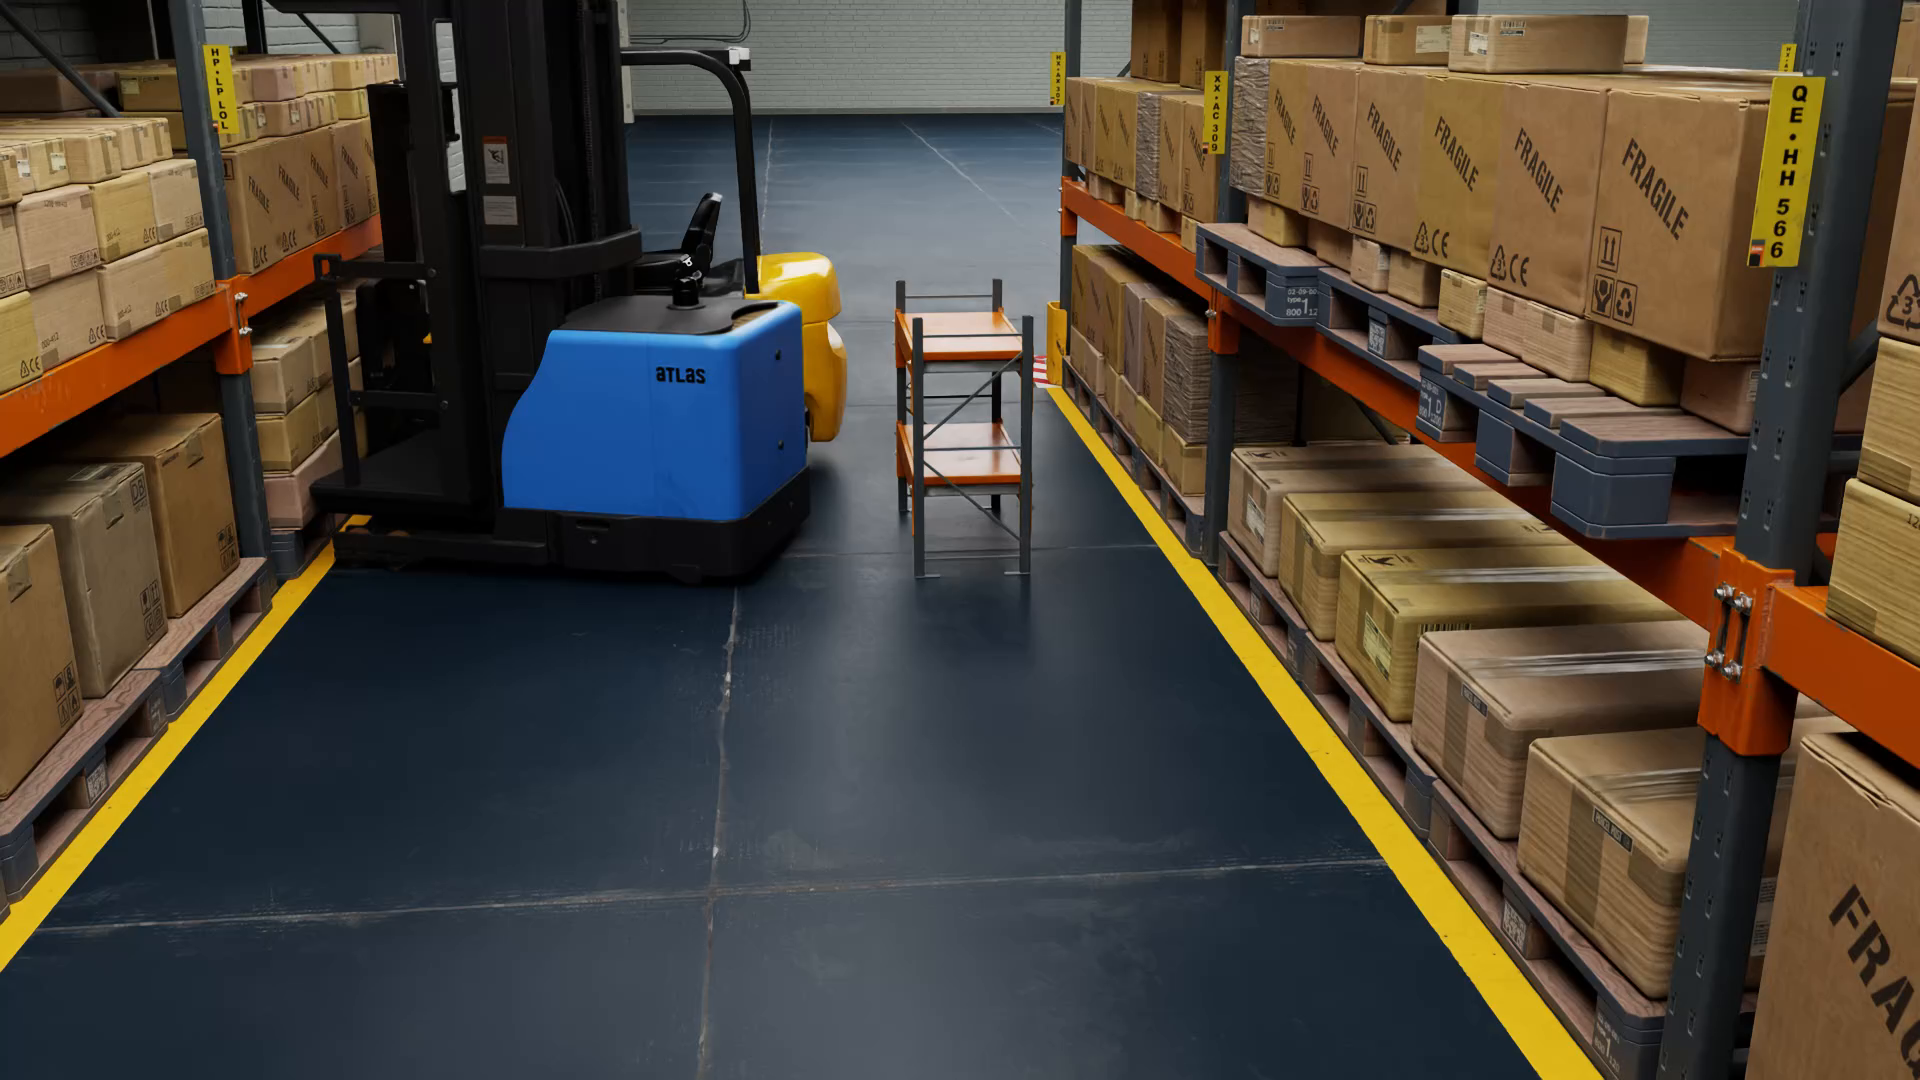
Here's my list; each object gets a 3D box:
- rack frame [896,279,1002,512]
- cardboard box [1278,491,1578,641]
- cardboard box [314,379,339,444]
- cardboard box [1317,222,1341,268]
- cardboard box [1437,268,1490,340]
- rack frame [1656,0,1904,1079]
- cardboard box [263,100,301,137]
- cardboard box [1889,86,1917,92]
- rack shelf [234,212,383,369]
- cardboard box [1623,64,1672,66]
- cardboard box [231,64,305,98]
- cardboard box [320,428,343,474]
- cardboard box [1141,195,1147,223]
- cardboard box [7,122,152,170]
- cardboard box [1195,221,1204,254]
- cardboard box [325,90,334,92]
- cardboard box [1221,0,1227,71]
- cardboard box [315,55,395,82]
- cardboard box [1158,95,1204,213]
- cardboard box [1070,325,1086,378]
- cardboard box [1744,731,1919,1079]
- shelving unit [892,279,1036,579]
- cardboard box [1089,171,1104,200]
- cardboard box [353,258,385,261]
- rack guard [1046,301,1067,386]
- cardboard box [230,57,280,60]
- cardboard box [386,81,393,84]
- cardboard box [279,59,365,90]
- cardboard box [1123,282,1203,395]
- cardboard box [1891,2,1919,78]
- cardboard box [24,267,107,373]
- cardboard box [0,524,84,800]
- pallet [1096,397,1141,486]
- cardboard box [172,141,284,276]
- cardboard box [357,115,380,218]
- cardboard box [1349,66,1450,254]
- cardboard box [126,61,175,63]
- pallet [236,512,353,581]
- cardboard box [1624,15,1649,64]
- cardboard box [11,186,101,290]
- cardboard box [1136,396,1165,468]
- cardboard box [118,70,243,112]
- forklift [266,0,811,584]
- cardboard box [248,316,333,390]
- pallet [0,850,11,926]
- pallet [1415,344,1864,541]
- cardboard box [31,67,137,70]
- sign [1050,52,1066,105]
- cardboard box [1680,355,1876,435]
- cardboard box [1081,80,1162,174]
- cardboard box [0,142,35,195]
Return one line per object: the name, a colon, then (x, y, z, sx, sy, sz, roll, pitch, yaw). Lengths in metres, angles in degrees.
rack frame: (-0.052, -0.686, 7.985, 0.500, 1.125, 0.032, -2, 18, -6)
cardboard box: (1.711, 0.085, 6.086, 0.950, 0.372, 0.625, -1, 17, -2)
cardboard box: (-3.157, -0.615, 7.684, 0.500, 0.250, 0.500, -2, 18, -6)
cardboard box: (1.427, -1.010, 5.606, 0.380, 0.149, 0.250, -2, 17, -5)
cardboard box: (1.491, -0.626, 4.383, 0.380, 0.149, 0.250, -1, 17, -5)
rack frame: (1.986, -0.147, 3.138, 0.949, 2.616, 0.053, -2, 18, -6)
cardboard box: (-3.166, -1.875, 7.390, 0.380, 0.149, 0.250, -1, 17, -4)
cardboard box: (2.173, -0.679, 3.466, 0.500, 0.500, 0.500, -2, 18, -7)
rack shelf: (-3.566, -1.437, 8.448, 1.077, 0.370, 4.000, -2, 18, -6)
cardboard box: (1.952, -1.297, 5.436, 0.500, 0.500, 0.500, -1, 17, -4)
cardboard box: (-3.228, -2.095, 7.596, 0.380, 0.149, 0.250, -2, 18, -7)
cardboard box: (-3.148, -0.378, 7.764, 0.500, 0.250, 0.500, -2, 18, -7)
cardboard box: (1.136, -1.685, 8.457, 0.380, 0.149, 0.250, -2, 18, -7)
cardboard box: (-3.059, -1.371, 5.785, 0.380, 0.149, 0.250, -2, 18, -6)
cardboard box: (1.241, -1.306, 7.247, 0.380, 0.149, 0.250, -2, 18, -6)
cardboard box: (-3.365, -2.180, 8.364, 0.380, 0.149, 0.250, -2, 18, -6)
cardboard box: (1.691, -2.447, 8.130, 0.700, 0.500, 0.500, -2, 18, -7)
cardboard box: (-3.470, -2.703, 9.532, 0.380, 0.149, 0.250, -2, 18, -6)
cardboard box: (1.224, -1.807, 7.760, 0.500, 0.500, 0.500, -1, 17, -4)
cardboard box: (0.972, -1.170, 10.287, 0.500, 0.250, 0.500, -2, 18, -6)
cardboard box: (1.978, 0.874, 2.730, 0.875, 0.875, 0.875, -2, 18, -6)
shelving unit: (0.001, -0.535, 7.502, 0.538, 1.125, 1.048, -2, 18, -6)
cardboard box: (0.961, -2.070, 9.682, 0.380, 0.149, 0.250, -2, 17, -5)
cardboard box: (-3.356, -1.462, 9.547, 0.500, 0.250, 0.500, -1, 17, -5)
rack guard: (1.172, -1.316, 11.033, 1.175, 0.500, 0.348, -2, 18, -6)
cardboard box: (-3.905, -2.537, 9.005, 0.380, 0.149, 0.250, -2, 18, -5)
cardboard box: (-3.402, -2.564, 9.585, 0.380, 0.149, 0.250, -1, 17, -5)
cardboard box: (-3.295, -2.398, 8.561, 0.380, 0.149, 0.250, -1, 17, -5)
cardboard box: (1.141, -1.057, 8.673, 0.500, 0.500, 0.500, -1, 17, -3)
cardboard box: (6.226, -3.028, 10.261, 0.875, 0.550, 0.550, -2, 18, -6)
cardboard box: (-2.970, -0.672, 5.062, 0.500, 0.250, 0.500, -2, 18, -5)
cardboard box: (-3.143, 0.358, 4.791, 0.875, 0.625, 0.625, -3, 18, -8)
pallet: (1.343, -0.572, 9.147, 1.003, 0.211, 1.213, -2, 18, -6)
cardboard box: (-3.146, -1.373, 6.874, 0.500, 0.500, 0.500, -2, 18, -7)
cardboard box: (-3.363, -1.978, 8.803, 0.500, 0.500, 0.500, -2, 18, -7)
cardboard box: (1.493, -1.131, 4.907, 0.500, 0.500, 0.500, -2, 18, -8)
cardboard box: (-3.788, -2.228, 8.021, 0.380, 0.149, 0.250, -1, 17, -4)
pallet: (-3.400, -0.093, 7.619, 1.003, 0.211, 1.213, -2, 18, -6)
cardboard box: (1.985, -1.622, 5.388, 0.380, 0.149, 0.250, -3, 18, -8)
cardboard box: (-2.948, -0.908, 4.976, 0.500, 0.250, 0.500, -1, 17, -5)
cardboard box: (1.184, -0.554, 8.322, 0.500, 0.250, 0.500, -2, 18, -7)
cardboard box: (-3.098, -1.788, 6.618, 0.380, 0.149, 0.250, -1, 17, -5)
forklift: (-2.274, -1.421, 7.310, 3.031, 2.935, 1.130, 4, 18, 12)
cardboard box: (-3.140, -0.857, 7.618, 0.500, 0.250, 0.500, -2, 18, -6)
pallet: (-2.993, 1.091, 3.849, 1.003, 0.211, 1.213, -2, 18, -6)
pallet: (1.810, -0.265, 3.833, 1.213, 0.211, 1.003, -2, 18, -6)
cardboard box: (-3.719, -1.924, 7.051, 0.380, 0.149, 0.250, -2, 18, -6)
sign: (0.625, -2.927, 10.547, 0.100, 0.325, 0.005, -2, 18, -6)
cardboard box: (1.722, -0.318, 3.401, 0.380, 0.149, 0.250, -1, 17, -4)
cardboard box: (0.994, -2.417, 9.703, 0.500, 0.500, 0.500, -1, 17, -4)
cardboard box: (-2.943, -1.067, 4.818, 0.380, 0.149, 0.250, -2, 18, -5)
